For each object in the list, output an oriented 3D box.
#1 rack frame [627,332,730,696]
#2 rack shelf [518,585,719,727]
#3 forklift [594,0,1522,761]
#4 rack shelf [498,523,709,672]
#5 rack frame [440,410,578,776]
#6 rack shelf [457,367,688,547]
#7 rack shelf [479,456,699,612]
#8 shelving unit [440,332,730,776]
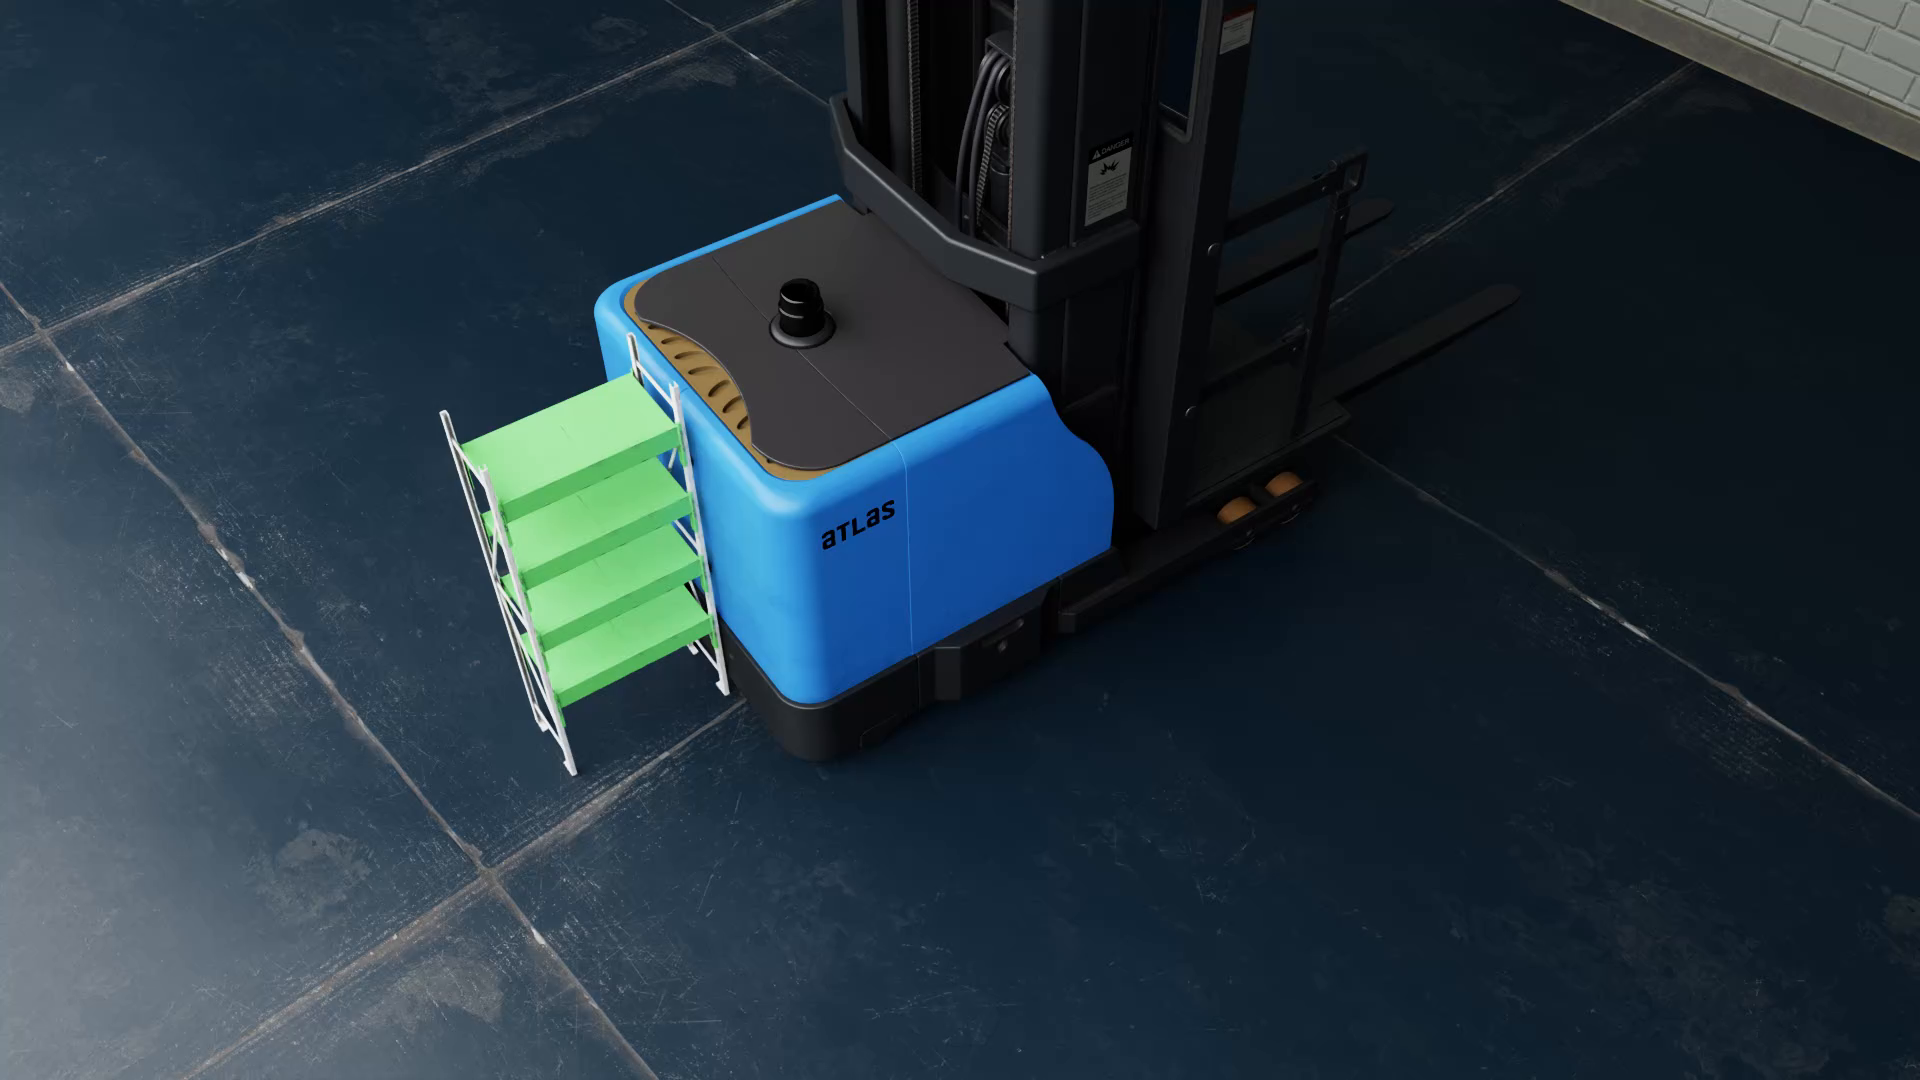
[{"bbox_3d":[-0.744,-0.029,4.460,0.015,1.200,0.240,-27,53,-23],"label":"rack frame"},{"bbox_3d":[-0.944,0.281,4.588,0.480,0.148,0.258,-27,53,-23],"label":"rack shelf"},{"bbox_3d":[0.512,-1.258,4.417,3.031,2.935,1.130,-27,53,-23],"label":"forklift"},{"bbox_3d":[-0.944,0.118,4.412,0.480,0.148,0.258,-27,53,-23],"label":"rack shelf"},{"bbox_3d":[-1.144,0.178,4.270,0.015,1.200,0.240,-27,53,-23],"label":"rack frame"},{"bbox_3d":[-0.944,-0.208,4.059,0.480,0.148,0.258,-27,53,-23],"label":"rack shelf"},{"bbox_3d":[-0.944,-0.045,4.235,0.480,0.148,0.258,-27,53,-23],"label":"rack shelf"},{"bbox_3d":[-0.944,0.074,4.365,0.503,1.200,0.258,-27,53,-23],"label":"shelving unit"}]
